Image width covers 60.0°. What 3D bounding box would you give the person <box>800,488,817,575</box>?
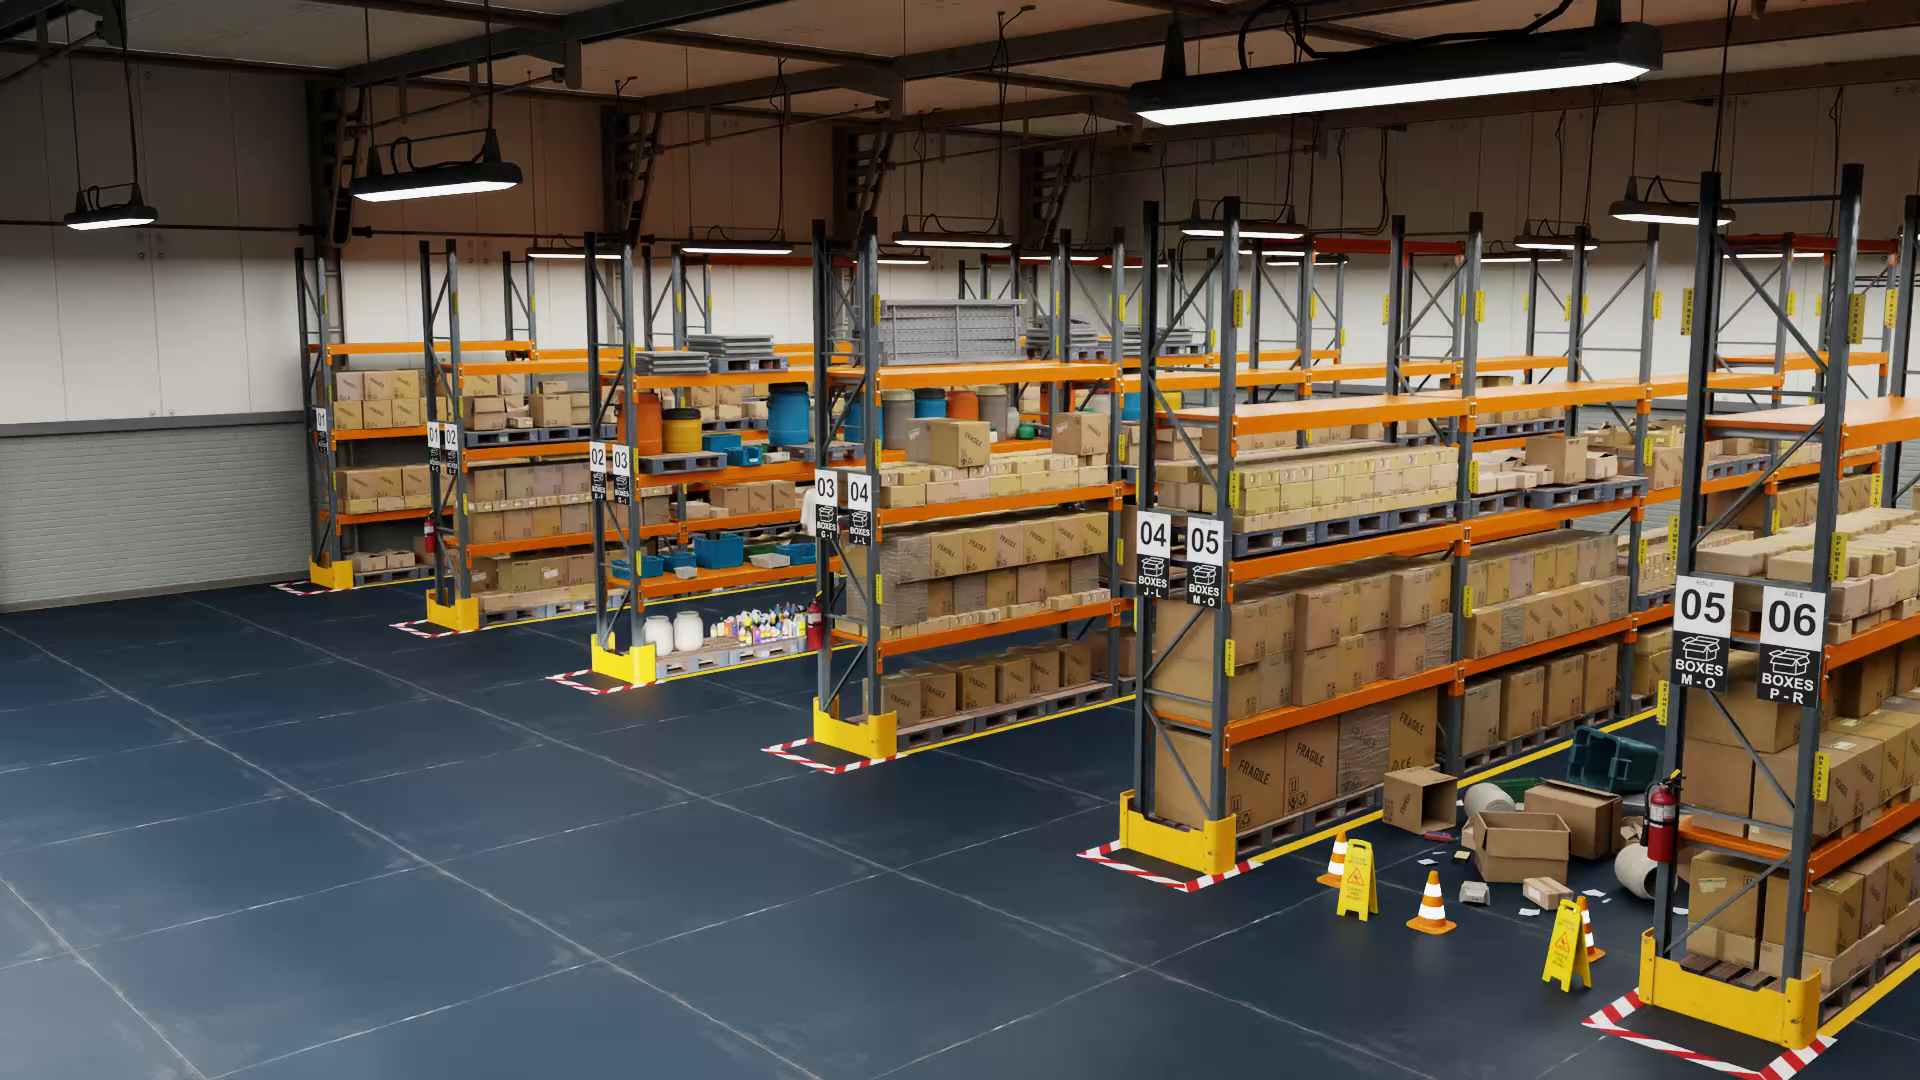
[{"bbox_3d":[-2.487,-0.276,29.150,0.634,1.773,0.478,0,8,-3],"label":"person"}]
